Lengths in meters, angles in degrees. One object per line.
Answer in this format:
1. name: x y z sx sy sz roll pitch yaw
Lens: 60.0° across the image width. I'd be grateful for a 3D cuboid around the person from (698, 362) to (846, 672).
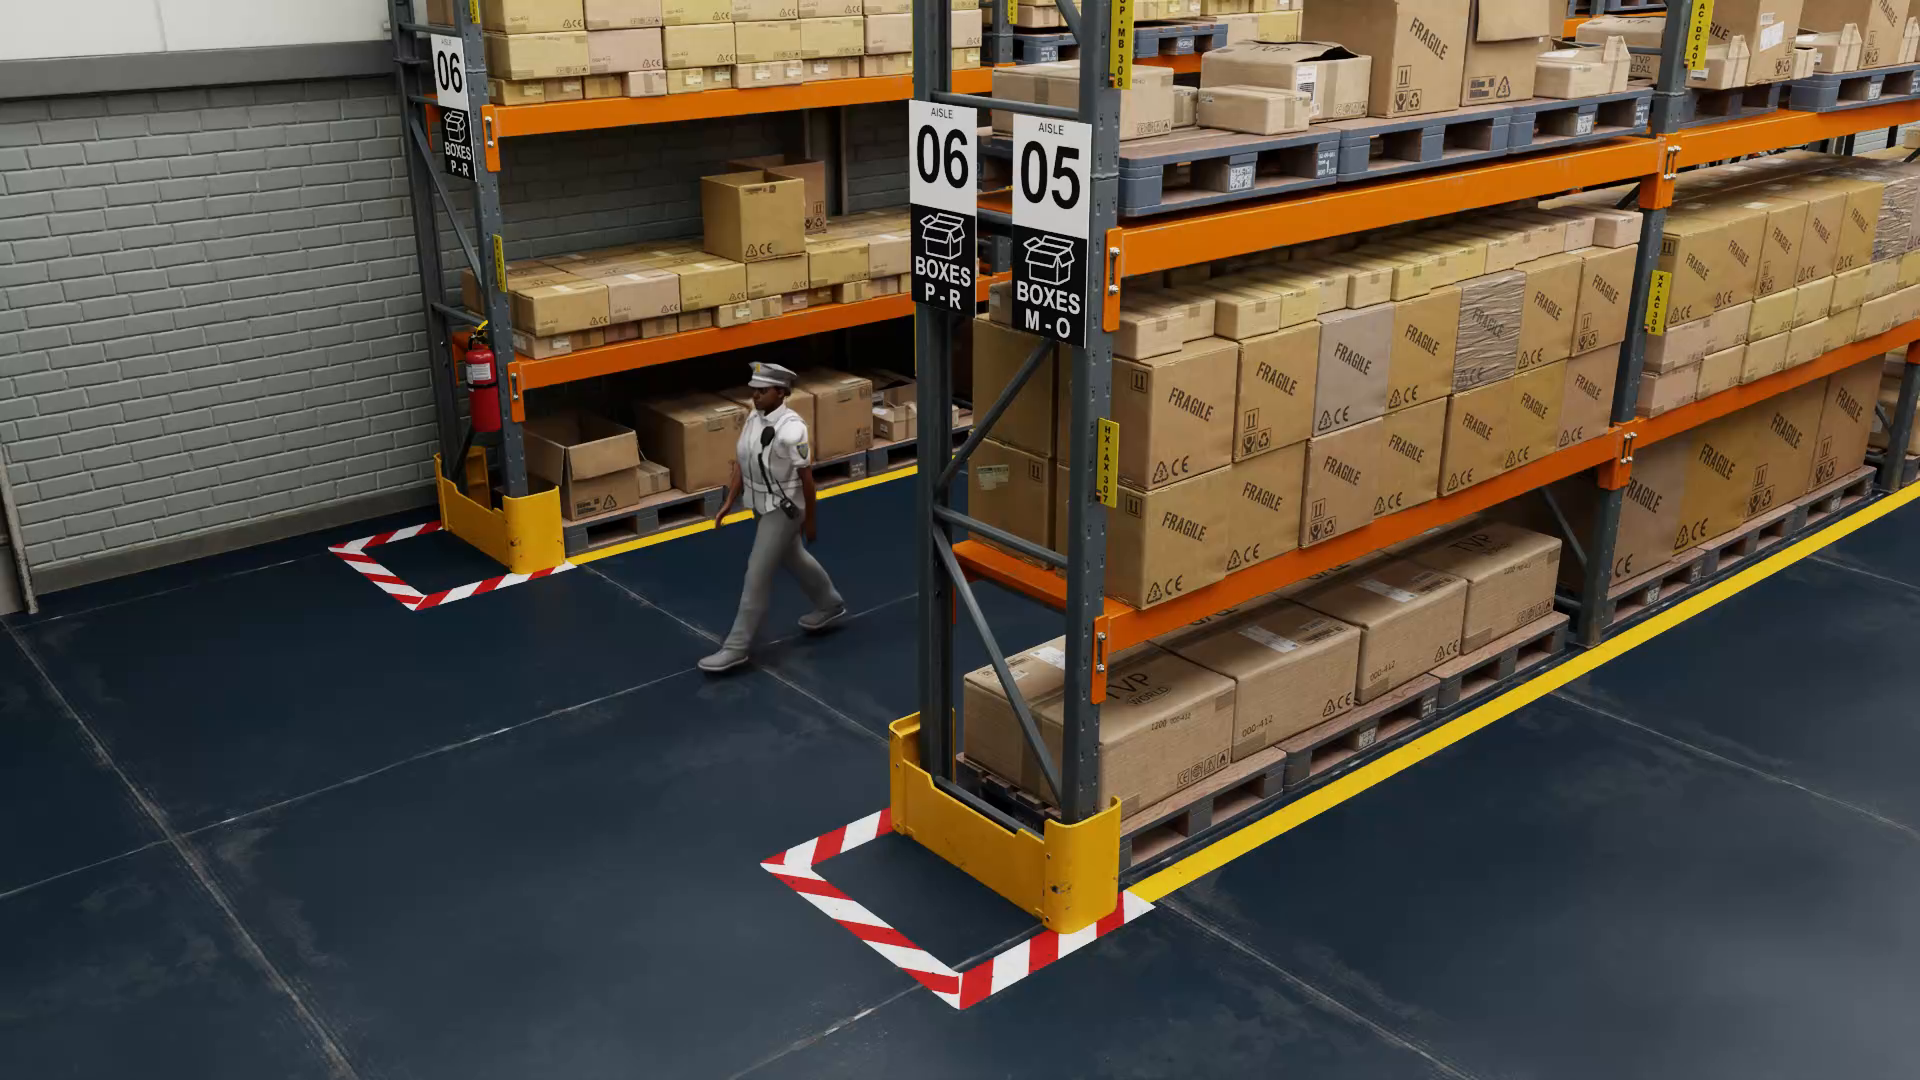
1. person: -1.049 -0.182 8.976 1.019 1.622 0.441 -15 26 -34
